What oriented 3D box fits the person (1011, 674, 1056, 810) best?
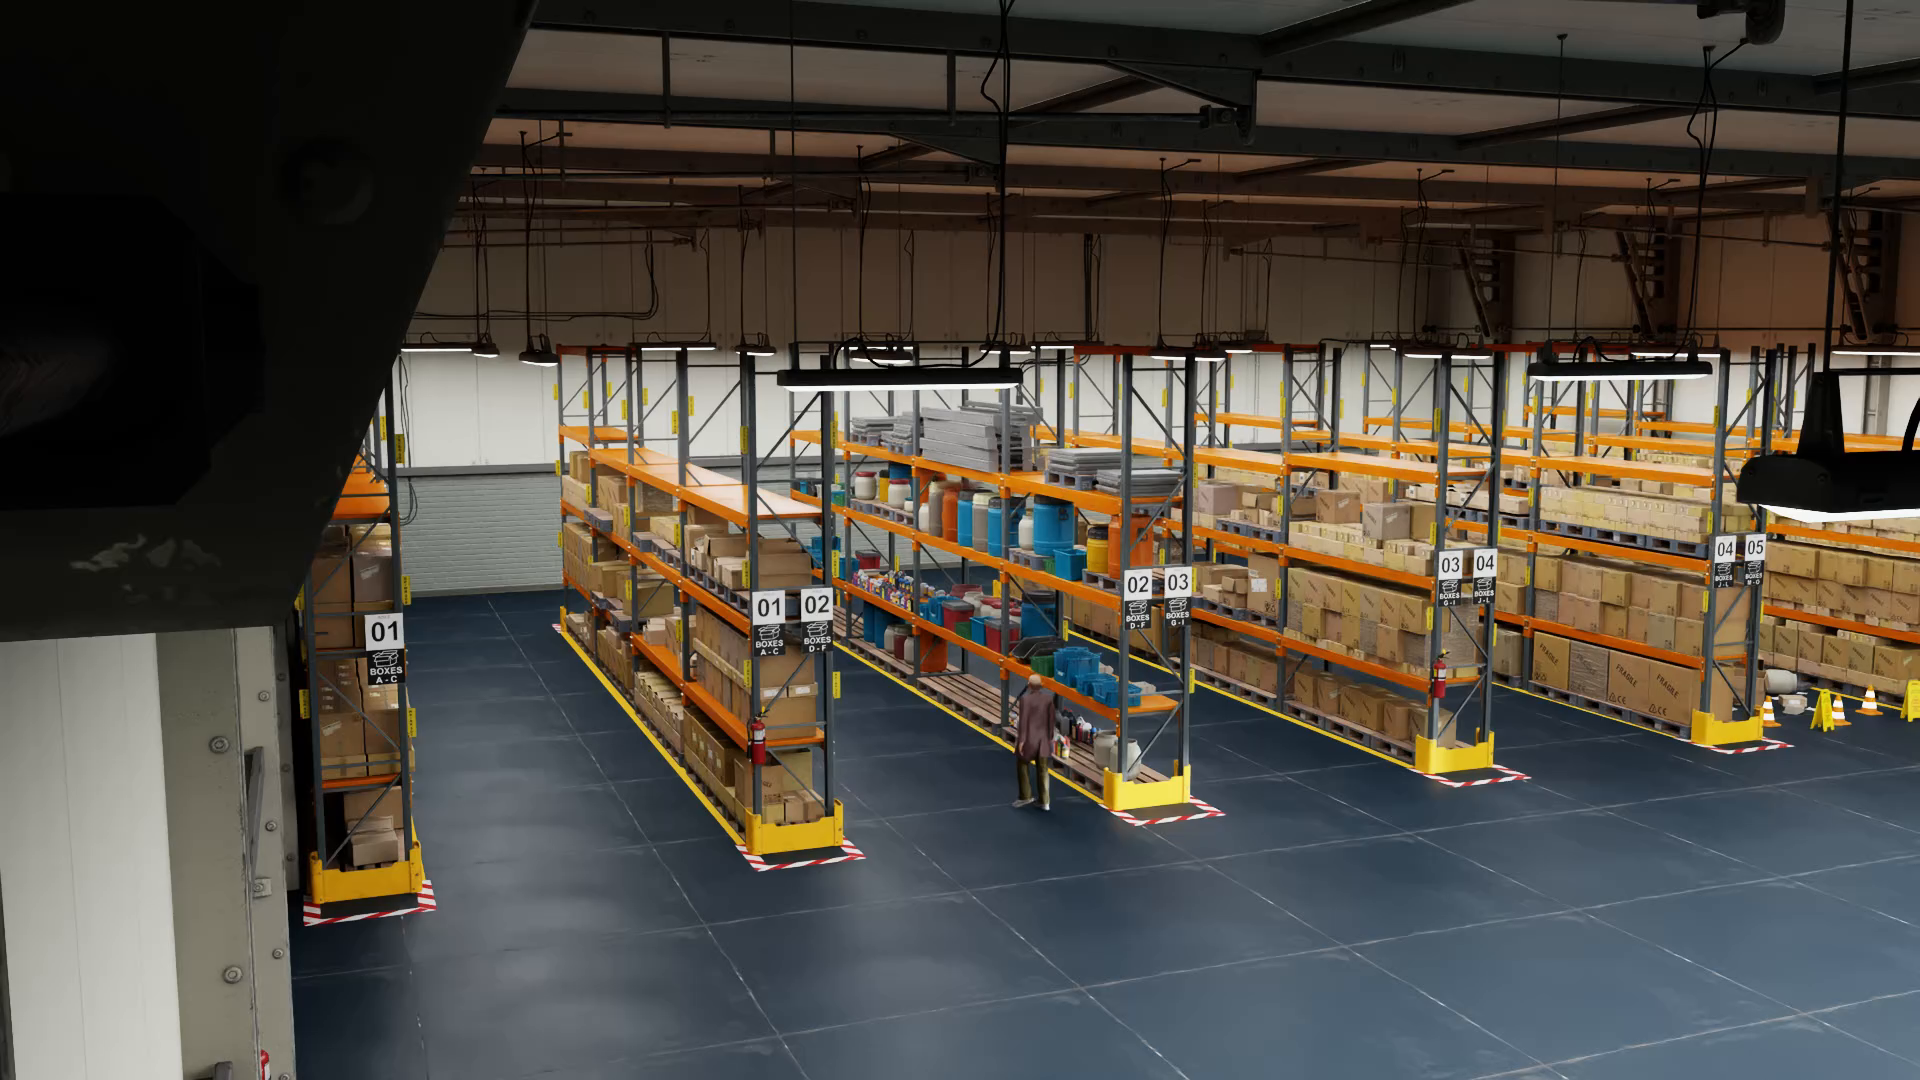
[{"bbox_3d":[1.012,2.694,21.979,0.617,1.834,0.607,-3,8,-26],"label":"person"}]
